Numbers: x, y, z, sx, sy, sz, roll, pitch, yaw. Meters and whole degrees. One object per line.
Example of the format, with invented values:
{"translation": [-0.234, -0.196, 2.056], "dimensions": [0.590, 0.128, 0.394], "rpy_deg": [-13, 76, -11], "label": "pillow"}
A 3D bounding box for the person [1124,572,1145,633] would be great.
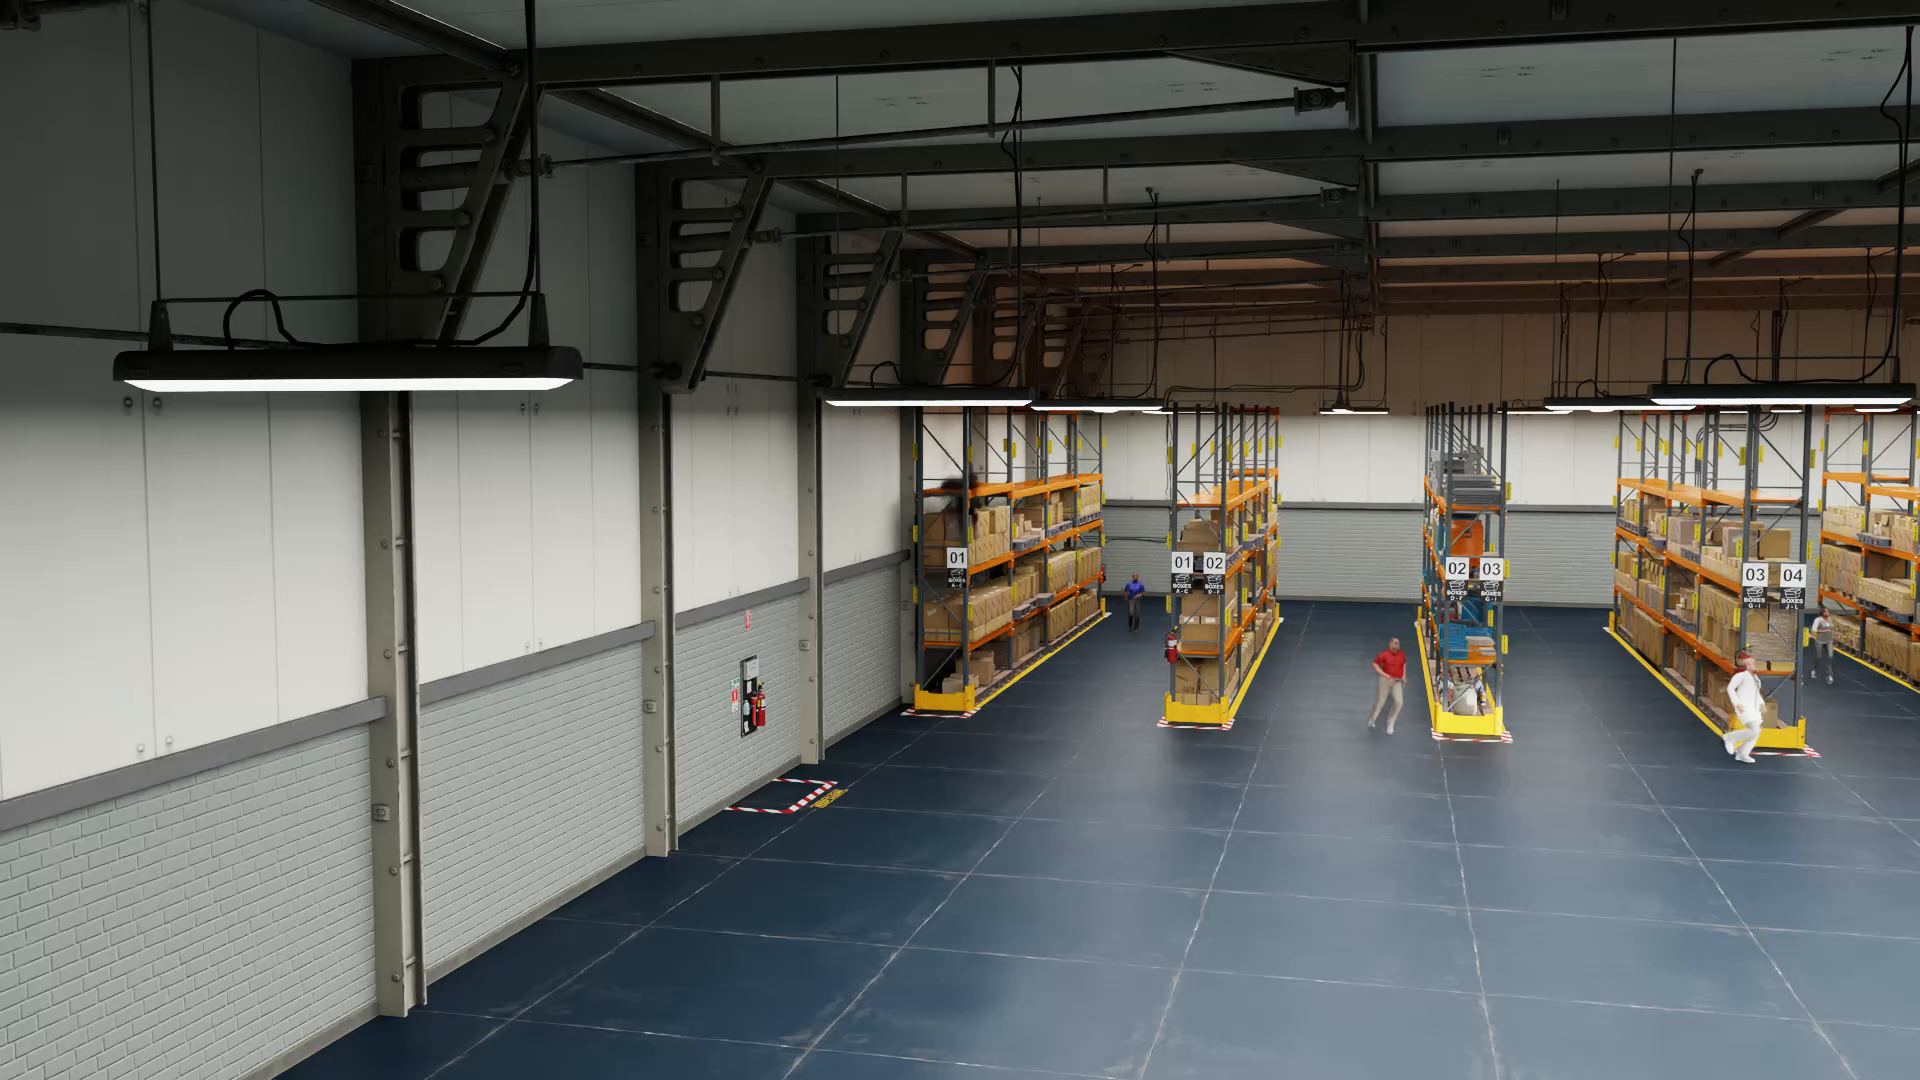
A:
{"translation": [4.596, 1.664, 43.824], "dimensions": [0.552, 1.620, 0.620], "rpy_deg": [0, 4, 5], "label": "person"}

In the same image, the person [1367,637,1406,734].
{"translation": [7.856, 2.653, 30.349], "dimensions": [0.730, 1.757, 0.697], "rpy_deg": [-1, 4, -10], "label": "person"}

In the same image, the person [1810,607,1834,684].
{"translation": [18.675, 2.249, 36.001], "dimensions": [0.563, 1.631, 0.778], "rpy_deg": [0, 4, 2], "label": "person"}

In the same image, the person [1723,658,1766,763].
{"translation": [13.153, 2.822, 27.755], "dimensions": [0.737, 1.702, 0.585], "rpy_deg": [-3, 5, -36], "label": "person"}
